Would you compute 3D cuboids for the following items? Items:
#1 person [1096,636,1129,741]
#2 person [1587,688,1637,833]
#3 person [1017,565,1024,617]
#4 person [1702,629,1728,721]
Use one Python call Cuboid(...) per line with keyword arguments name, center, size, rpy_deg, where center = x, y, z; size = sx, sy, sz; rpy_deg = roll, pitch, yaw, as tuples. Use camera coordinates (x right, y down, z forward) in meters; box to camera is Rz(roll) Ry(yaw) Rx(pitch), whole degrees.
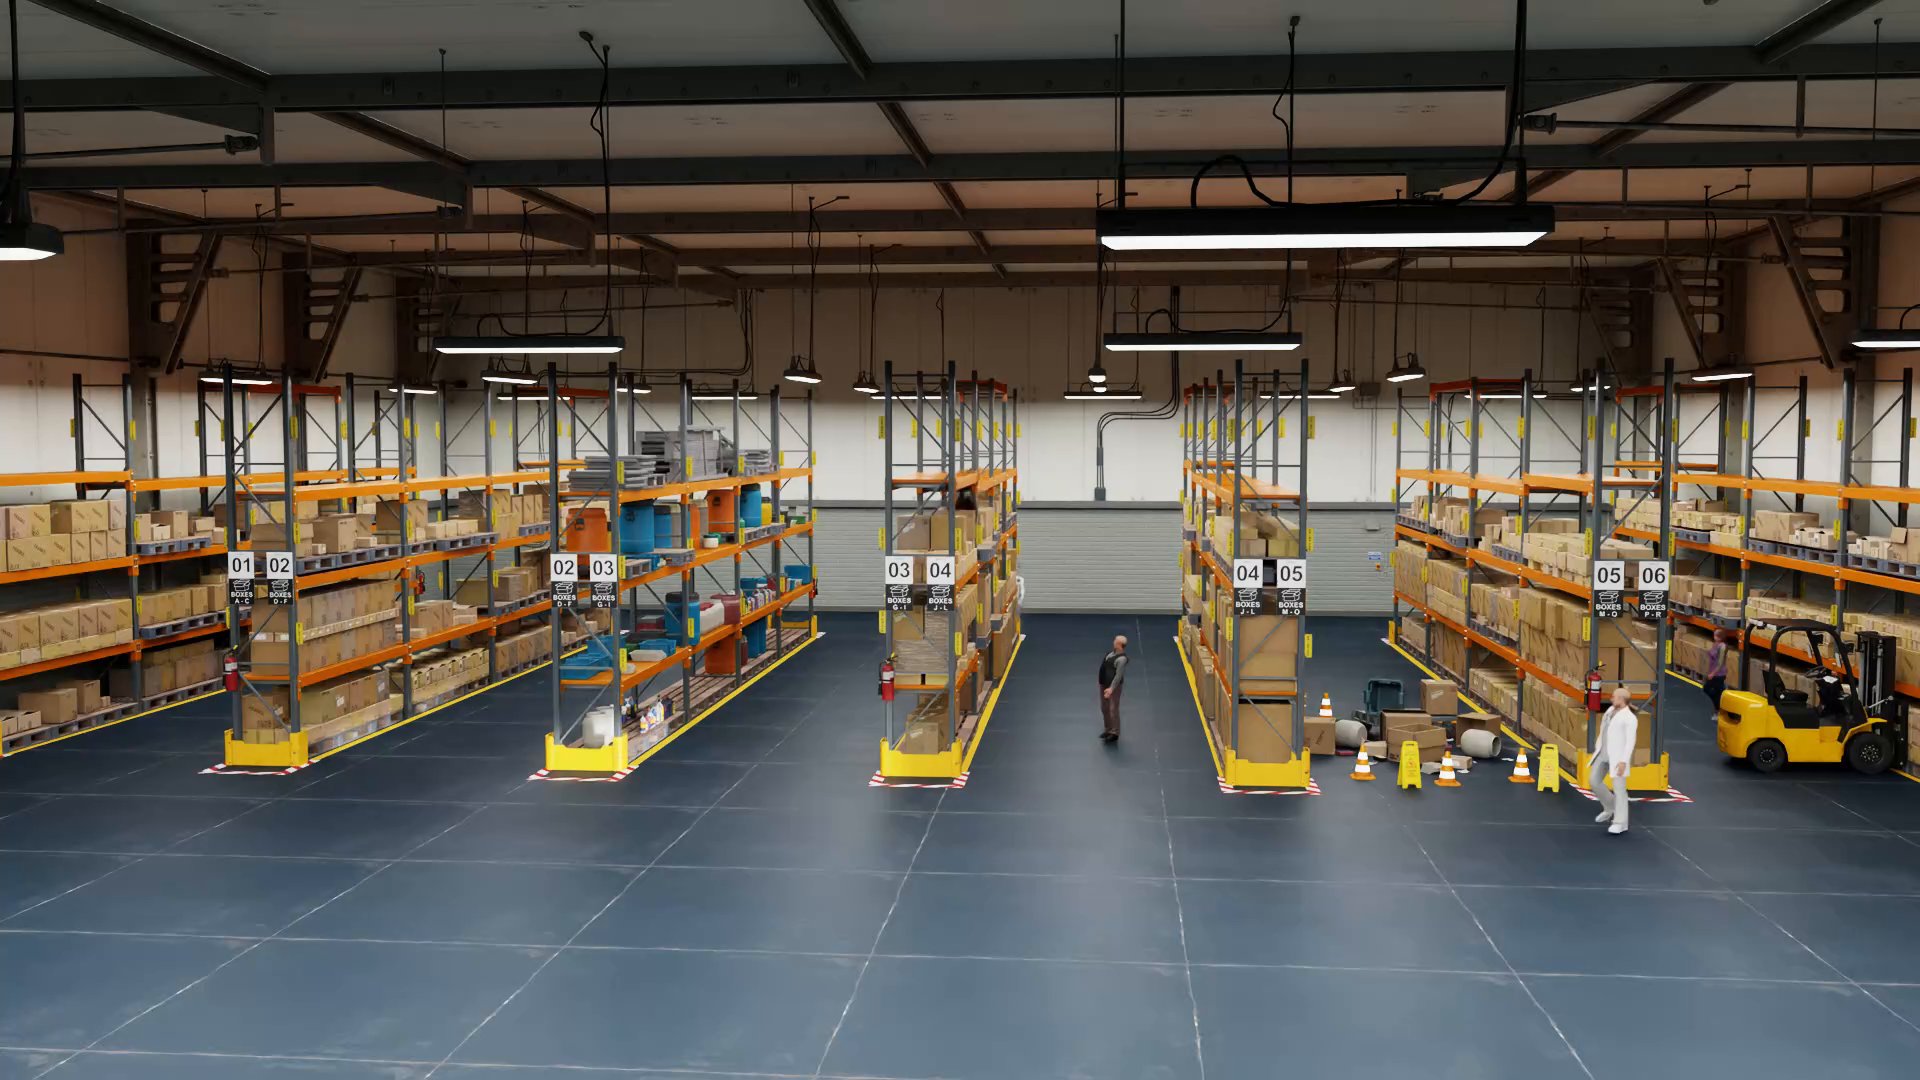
Cuboid(name="person", center=(2.429, 2.402, 26.934), size=(0.488, 1.733, 0.668), rpy_deg=(-2, 4, -27))
Cuboid(name="person", center=(8.205, 2.732, 20.867), size=(0.547, 1.777, 0.663), rpy_deg=(-2, 4, -23))
Cuboid(name="person", center=(1.275, 1.462, 41.061), size=(0.587, 1.696, 0.400), rpy_deg=(1, 4, 18))
Cuboid(name="person", center=(12.984, 2.315, 28.542), size=(0.461, 1.592, 0.477), rpy_deg=(2, 4, 32))
